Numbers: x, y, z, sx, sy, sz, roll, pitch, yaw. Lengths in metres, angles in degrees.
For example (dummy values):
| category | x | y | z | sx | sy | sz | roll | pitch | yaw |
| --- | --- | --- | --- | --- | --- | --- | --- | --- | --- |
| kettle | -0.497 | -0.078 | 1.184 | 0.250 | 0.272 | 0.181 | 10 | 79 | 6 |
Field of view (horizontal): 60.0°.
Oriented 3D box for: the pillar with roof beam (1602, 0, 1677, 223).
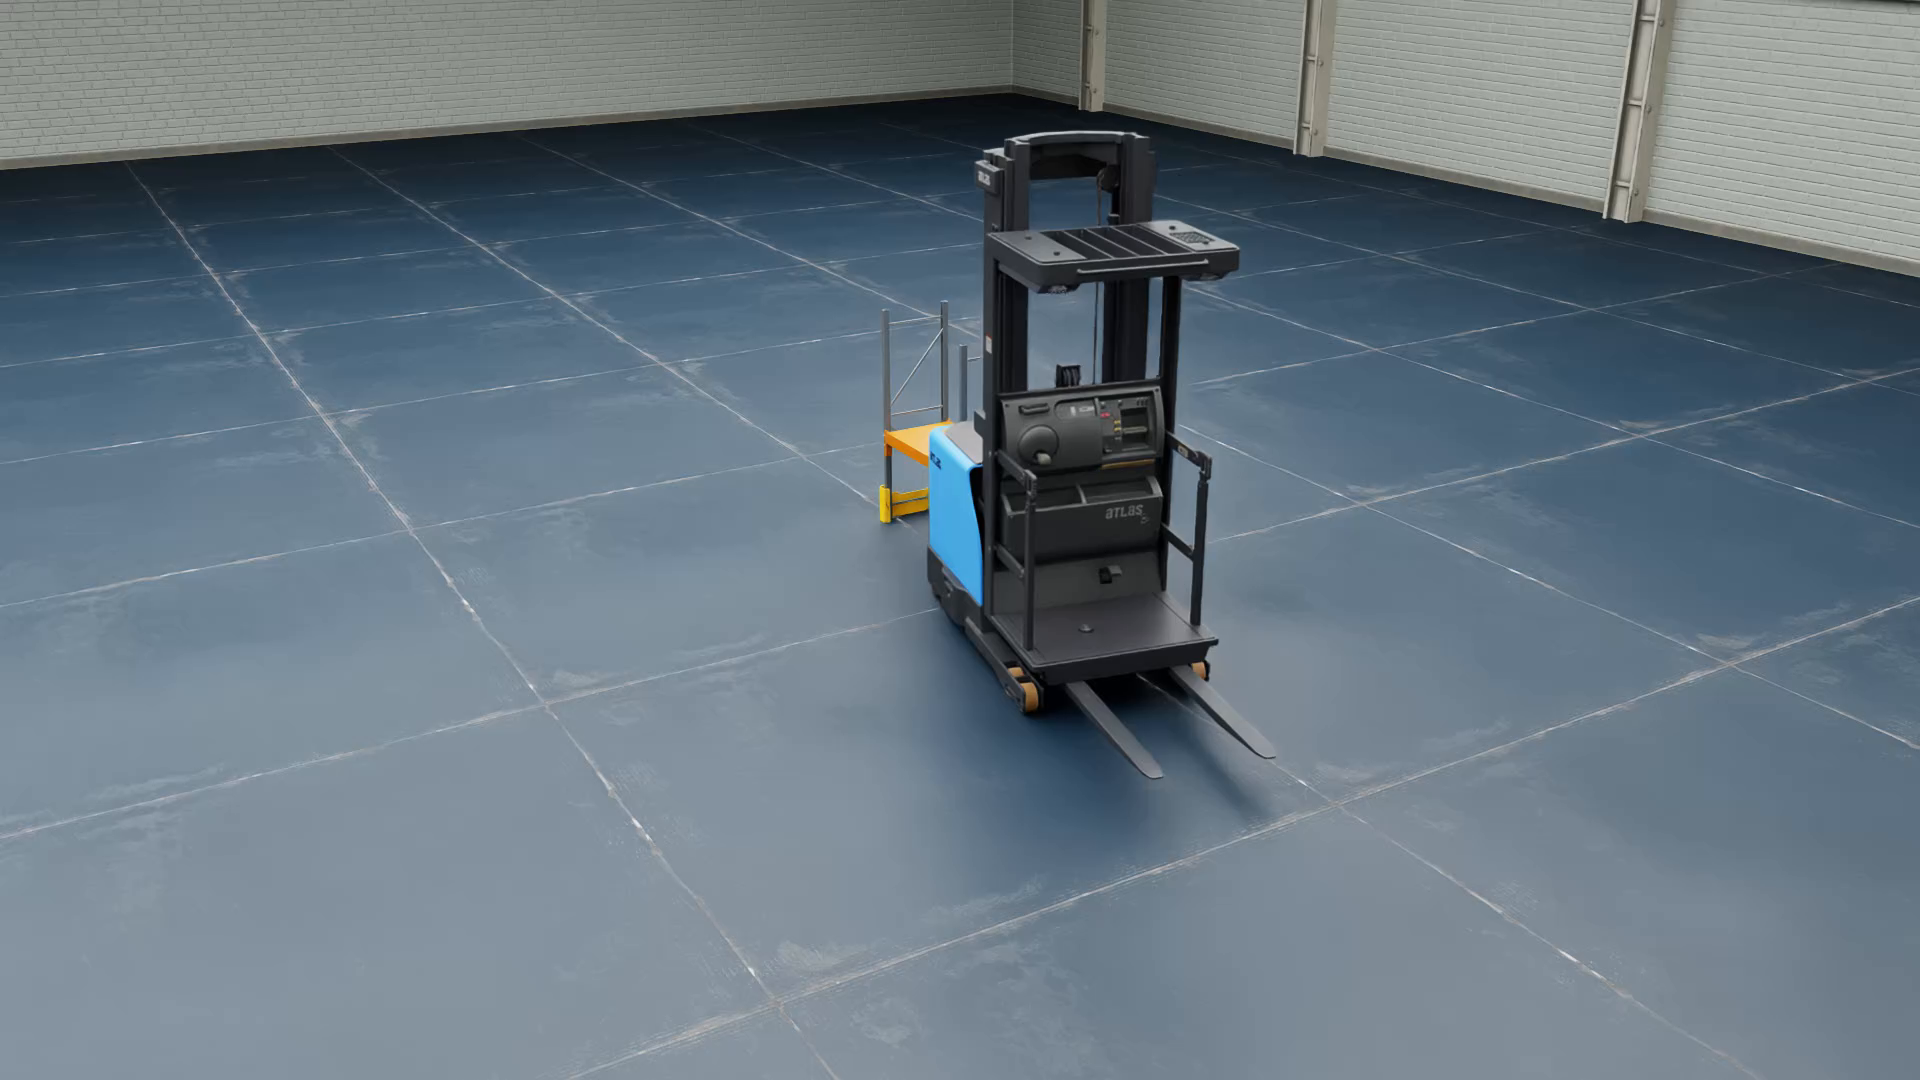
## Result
| category | x | y | z | sx | sy | sz | roll | pitch | yaw |
| --- | --- | --- | --- | --- | --- | --- | --- | --- | --- |
| pillar with roof beam | 4.880 | -7.495 | 17.800 | 9.100 | 9.000 | 0.400 | -13 | 25 | -28 |

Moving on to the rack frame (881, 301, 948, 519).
| category | x | y | z | sx | sy | sz | roll | pitch | yaw |
| --- | --- | --- | --- | --- | --- | --- | --- | --- | --- |
| rack frame | -0.303 | -0.887 | 11.502 | 0.500 | 1.500 | 0.032 | -13 | 25 | -28 |

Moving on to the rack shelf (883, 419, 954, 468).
| category | x | y | z | sx | sy | sz | roll | pitch | yaw |
| --- | --- | --- | --- | --- | --- | --- | --- | --- | --- |
| rack shelf | -0.044 | -0.556 | 11.165 | 0.538 | 0.185 | 1.000 | -13 | 25 | -28 |

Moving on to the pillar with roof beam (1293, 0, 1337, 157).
| category | x | y | z | sx | sy | sz | roll | pitch | yaw |
| --- | --- | --- | --- | --- | --- | --- | --- | --- | --- |
| pillar with roof beam | 1.815 | -9.437 | 22.579 | 9.100 | 9.000 | 0.400 | -13 | 25 | -28 |

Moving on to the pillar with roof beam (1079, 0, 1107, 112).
| category | x | y | z | sx | sy | sz | roll | pitch | yaw |
| --- | --- | --- | --- | --- | --- | --- | --- | --- | --- |
| pillar with roof beam | -1.250 | -11.379 | 27.357 | 9.100 | 9.000 | 0.400 | -13 | 25 | -28 |

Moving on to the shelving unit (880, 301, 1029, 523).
| category | x | y | z | sx | sy | sz | roll | pitch | yaw |
| --- | --- | --- | --- | --- | --- | --- | --- | --- | --- |
| shelving unit | -0.039 | -0.719 | 11.090 | 0.587 | 1.500 | 1.083 | -13 | 25 | -28 |

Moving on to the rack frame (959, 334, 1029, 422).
| category | x | y | z | sx | sy | sz | roll | pitch | yaw |
| --- | --- | --- | --- | --- | --- | --- | --- | --- | --- |
| rack frame | 0.216 | -0.558 | 10.692 | 0.500 | 1.500 | 0.032 | -13 | 25 | -28 |

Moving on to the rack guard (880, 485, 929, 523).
| category | x | y | z | sx | sy | sz | roll | pitch | yaw |
| --- | --- | --- | --- | --- | --- | --- | --- | --- | --- |
| rack guard | -0.293 | -0.302 | 11.722 | 0.587 | 0.250 | 0.087 | -13 | 25 | -28 |

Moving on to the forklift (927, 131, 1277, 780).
| category | x | y | z | sx | sy | sz | roll | pitch | yaw |
| --- | --- | --- | --- | --- | --- | --- | --- | --- | --- |
| forklift | 0.747 | -0.593 | 8.878 | 1.130 | 2.935 | 3.031 | -7 | 23 | -17 |
